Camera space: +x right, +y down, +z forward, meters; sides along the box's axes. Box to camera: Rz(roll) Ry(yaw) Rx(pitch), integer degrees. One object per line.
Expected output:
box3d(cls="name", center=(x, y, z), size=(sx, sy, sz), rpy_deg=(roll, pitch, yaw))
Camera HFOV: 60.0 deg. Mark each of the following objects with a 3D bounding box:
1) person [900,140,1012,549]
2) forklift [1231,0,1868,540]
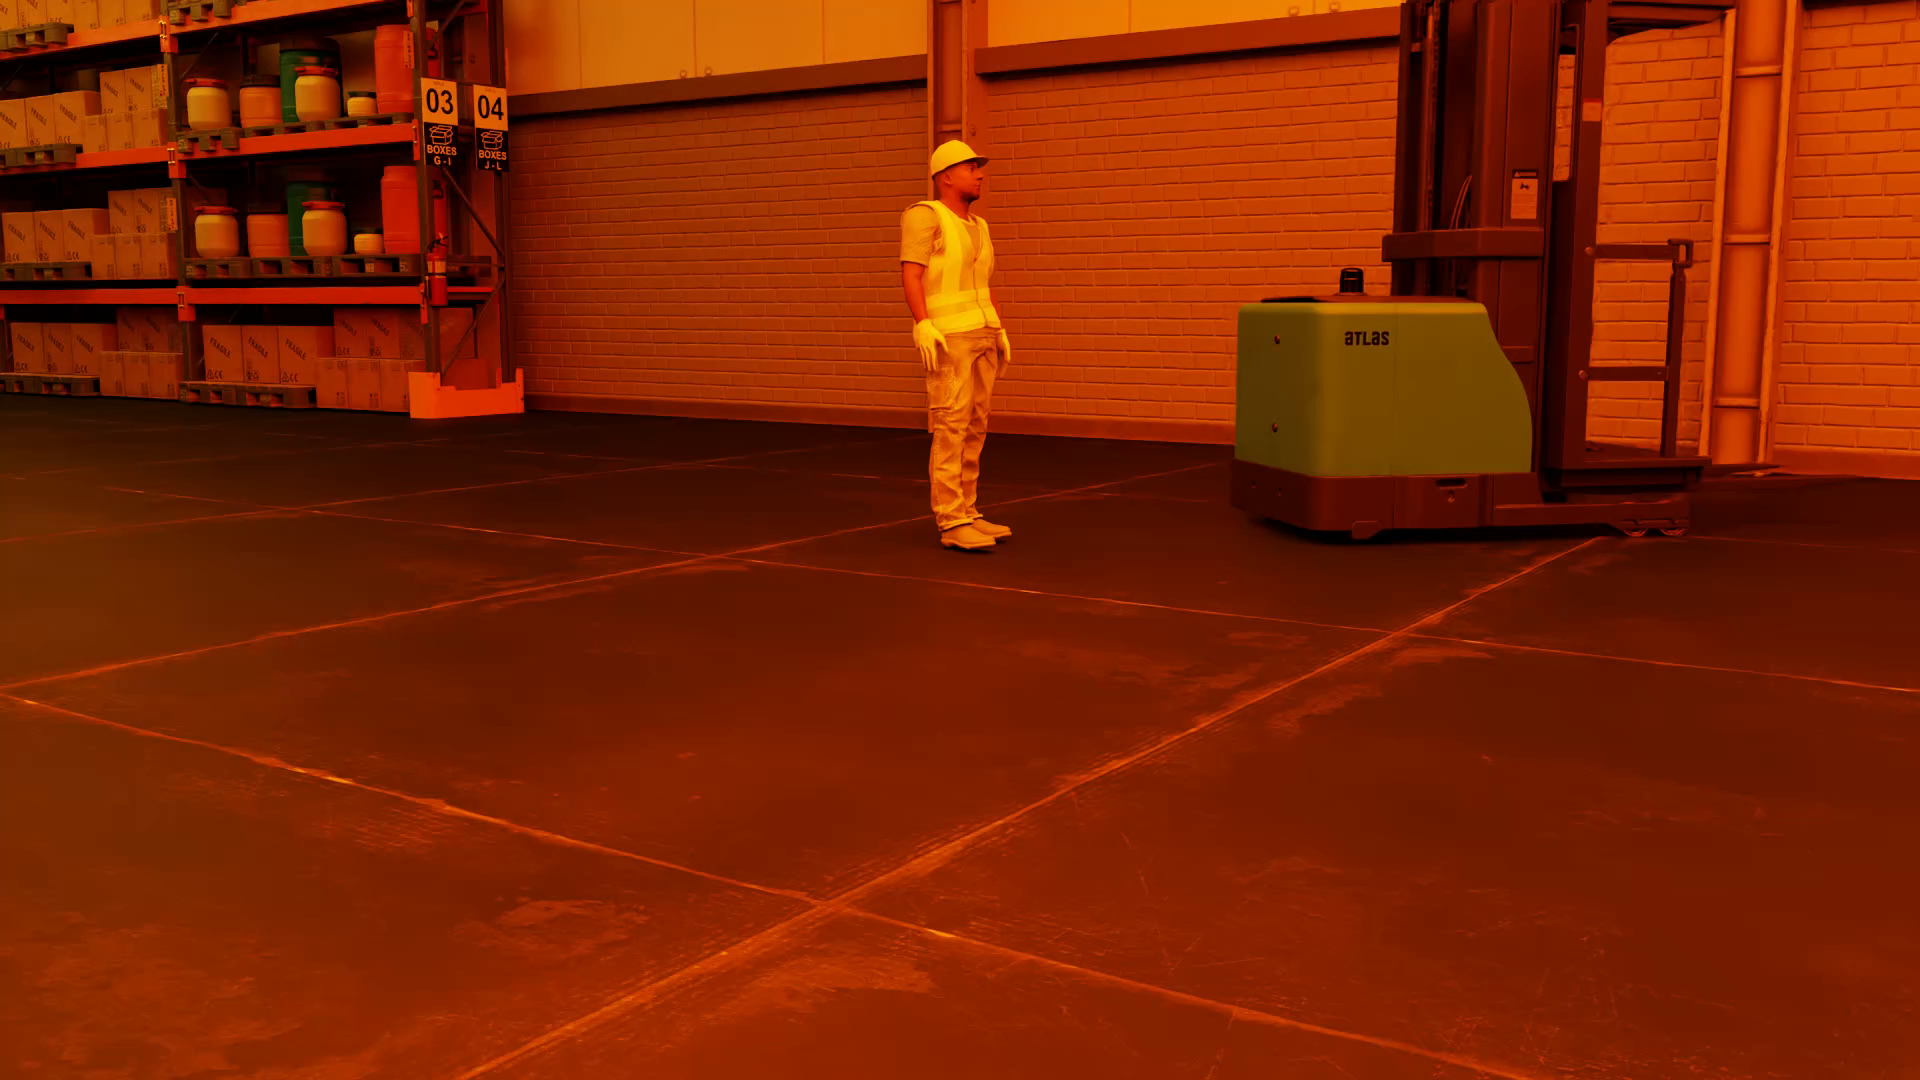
box3d(cls="person", center=(0.055, -0.884, 7.430), size=(0.575, 1.785, 0.657), rpy_deg=(5, 10, 34))
box3d(cls="forklift", center=(2.920, -1.535, 7.990), size=(3.031, 2.935, 1.130), rpy_deg=(-2, 8, -13))
